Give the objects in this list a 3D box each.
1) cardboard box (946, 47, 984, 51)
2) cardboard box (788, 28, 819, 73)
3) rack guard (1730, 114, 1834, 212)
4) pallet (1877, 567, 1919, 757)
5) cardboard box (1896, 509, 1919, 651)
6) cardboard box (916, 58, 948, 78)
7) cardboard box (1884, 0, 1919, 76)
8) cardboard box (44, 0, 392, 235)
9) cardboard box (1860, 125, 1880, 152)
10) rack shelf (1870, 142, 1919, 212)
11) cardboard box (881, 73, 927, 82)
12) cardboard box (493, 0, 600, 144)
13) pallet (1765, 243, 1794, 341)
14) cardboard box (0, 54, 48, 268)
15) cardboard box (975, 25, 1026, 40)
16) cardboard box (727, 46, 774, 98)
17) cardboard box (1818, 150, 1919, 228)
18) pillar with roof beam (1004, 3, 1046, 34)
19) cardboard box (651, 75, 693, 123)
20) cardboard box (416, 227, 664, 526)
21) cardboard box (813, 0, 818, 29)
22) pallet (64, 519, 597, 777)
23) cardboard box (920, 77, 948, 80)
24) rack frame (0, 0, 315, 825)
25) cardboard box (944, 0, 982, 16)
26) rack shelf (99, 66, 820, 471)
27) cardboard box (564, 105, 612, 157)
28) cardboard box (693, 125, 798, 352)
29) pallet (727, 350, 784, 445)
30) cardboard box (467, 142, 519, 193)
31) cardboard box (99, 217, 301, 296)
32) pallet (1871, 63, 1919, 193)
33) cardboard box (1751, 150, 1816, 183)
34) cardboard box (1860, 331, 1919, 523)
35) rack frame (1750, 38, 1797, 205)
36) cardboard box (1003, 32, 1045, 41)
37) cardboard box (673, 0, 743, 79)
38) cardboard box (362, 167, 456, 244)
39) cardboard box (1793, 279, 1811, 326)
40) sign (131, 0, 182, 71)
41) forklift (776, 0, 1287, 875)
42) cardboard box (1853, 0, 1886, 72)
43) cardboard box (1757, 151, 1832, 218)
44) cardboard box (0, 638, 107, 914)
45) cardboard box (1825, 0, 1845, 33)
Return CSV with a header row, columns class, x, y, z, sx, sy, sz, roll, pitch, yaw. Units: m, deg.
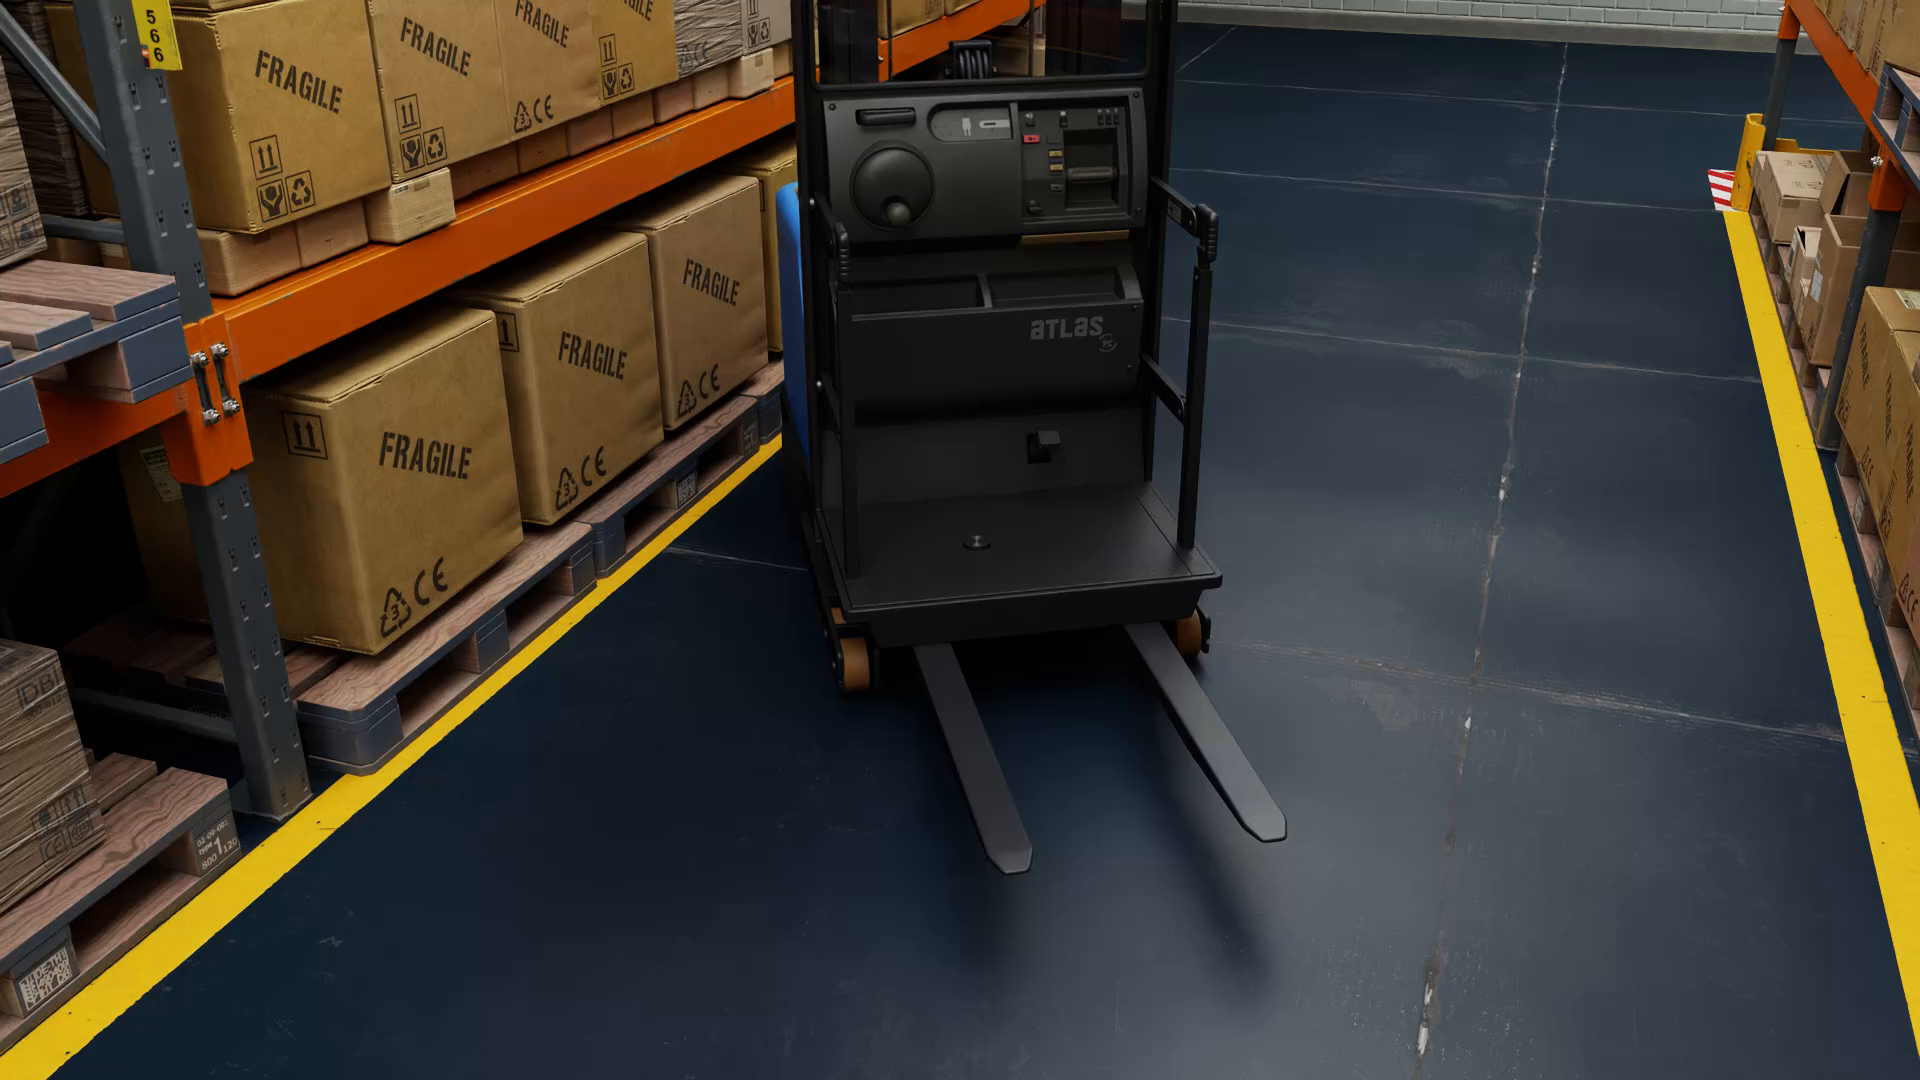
class,x,y,z,sx,sy,sz,roll,pitch,yaw
cardboard box,-0.057,-2.831,9.797,0.380,0.149,0.250,9,27,18
cardboard box,-0.758,-1.973,6.648,0.380,0.149,0.250,9,27,18
rack guard,5.127,-2.135,9.585,1.175,0.500,0.348,9,27,17
pallet,3.182,0.451,4.577,1.003,0.211,1.213,9,27,17
cardboard box,2.922,0.076,4.514,0.500,0.500,0.500,8,27,15
cardboard box,-0.226,-2.621,9.363,0.380,0.149,0.250,9,27,18
cardboard box,3.453,-1.719,5.262,0.700,0.500,0.500,0,26,0
cardboard box,-1.779,-1.071,4.040,0.500,0.500,0.500,10,27,19
cardboard box,5.204,-2.105,9.019,0.500,0.500,0.500,9,27,17
rack shelf,3.156,-0.502,4.169,1.077,0.370,4.000,9,27,17
cardboard box,-0.396,-2.410,8.929,0.380,0.149,0.250,9,27,18
cardboard box,-1.430,-1.488,4.903,0.500,0.500,0.500,9,27,17
pallet,4.455,-1.177,7.939,1.003,0.211,1.213,9,27,17
cardboard box,-2.329,-0.769,3.276,0.700,0.500,0.500,6,26,11
cardboard box,0.194,-3.142,10.439,0.380,0.149,0.250,9,27,18
cardboard box,-0.919,-1.756,6.200,0.380,0.149,0.250,9,27,17
cardboard box,4.442,-1.494,7.754,0.797,0.503,0.637,9,27,17
pillar with roof beam,4.622,-7.319,10.539,9.100,9.000,0.400,9,27,17
cardboard box,-1.161,-1.564,5.804,0.380,0.149,0.250,8,27,16
cardboard box,-1.516,-0.584,5.499,0.750,0.750,0.750,9,27,17
cardboard box,-0.767,-2.326,6.632,0.500,0.500,0.500,8,27,17
pallet,-1.849,0.222,5.050,1.003,0.211,1.213,9,27,17
cardboard box,-0.046,-2.341,8.785,0.380,0.149,0.250,8,27,16
rack frame,-2.182,-0.720,3.795,1.000,3.000,0.127,9,27,17
cardboard box,-0.407,-3.019,8.199,0.980,0.700,0.700,8,27,16
rack shelf,-1.517,-1.218,5.650,1.077,0.370,4.000,9,27,17
cardboard box,-1.354,-1.350,5.361,0.380,0.149,0.250,9,27,18
cardboard box,-0.945,-1.300,6.977,0.750,0.750,0.750,9,27,18
pallet,-1.037,-0.781,7.121,1.003,0.211,1.213,9,27,17
cardboard box,-1.548,-1.146,4.941,0.380,0.149,0.250,9,27,19
cardboard box,-1.854,-0.718,4.056,0.380,0.149,0.250,8,27,17
pallet,3.453,-1.248,5.106,1.003,0.211,1.213,9,27,17
cardboard box,4.689,-2.084,9.378,0.380,0.149,0.250,9,27,17
cardboard box,3.264,-0.336,5.365,0.500,0.500,0.500,9,27,18
rack frame,5.153,-3.291,9.105,1.000,3.000,0.127,9,27,17
cardboard box,0.471,-2.982,10.110,0.380,0.149,0.250,8,27,17
cardboard box,-1.103,-1.909,5.772,0.500,0.500,0.500,9,27,18
cardboard box,-1.594,-0.917,4.467,0.380,0.149,0.250,10,27,19
cardboard box,3.812,-1.000,7.140,0.380,0.149,0.250,9,27,17
sign,-1.667,-1.131,3.406,0.100,0.325,0.005,9,27,17
forklift,0.125,-1.051,4.556,1.130,2.935,3.031,-5,26,-10
cardboard box,3.916,-2.147,6.627,0.500,0.500,0.500,10,27,19
cardboard box,4.538,-1.864,8.807,0.500,0.250,0.500,9,27,17
cardboard box,-2.373,0.510,3.618,0.700,0.500,0.500,9,27,18
cardboard box,4.252,-2.568,7.497,0.500,0.500,0.500,9,27,18
